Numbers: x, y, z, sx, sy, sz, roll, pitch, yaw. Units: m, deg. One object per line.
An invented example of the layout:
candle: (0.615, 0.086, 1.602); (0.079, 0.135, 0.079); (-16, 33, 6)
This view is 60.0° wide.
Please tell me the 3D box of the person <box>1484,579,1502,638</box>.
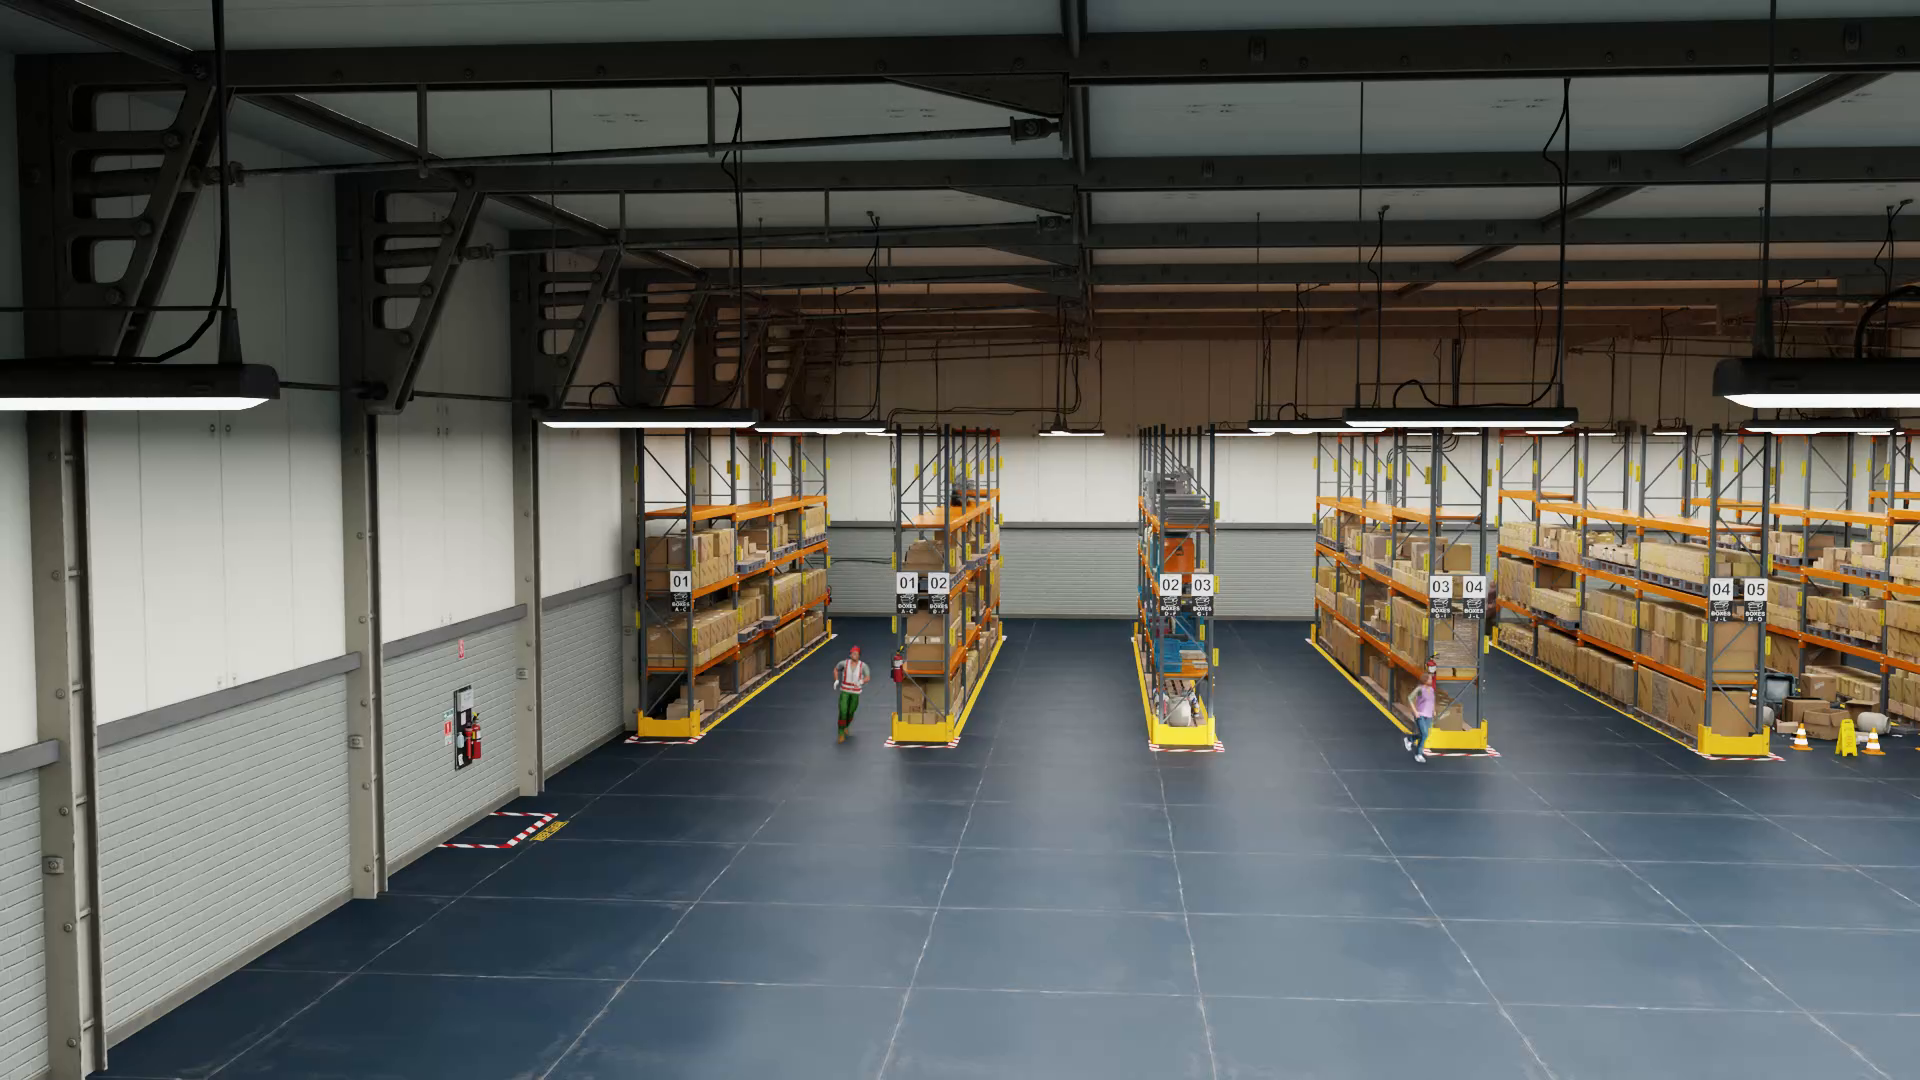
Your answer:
person: (15.219, 1.969, 47.449); (0.791, 1.731, 0.781); (0, 3, 2)

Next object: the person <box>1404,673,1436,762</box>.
person: (8.249, 3.156, 29.782); (0.586, 1.560, 0.601); (-2, 4, -30)

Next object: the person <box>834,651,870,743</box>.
person: (-2.057, 2.930, 31.691); (0.684, 1.726, 0.951); (0, 4, -8)
